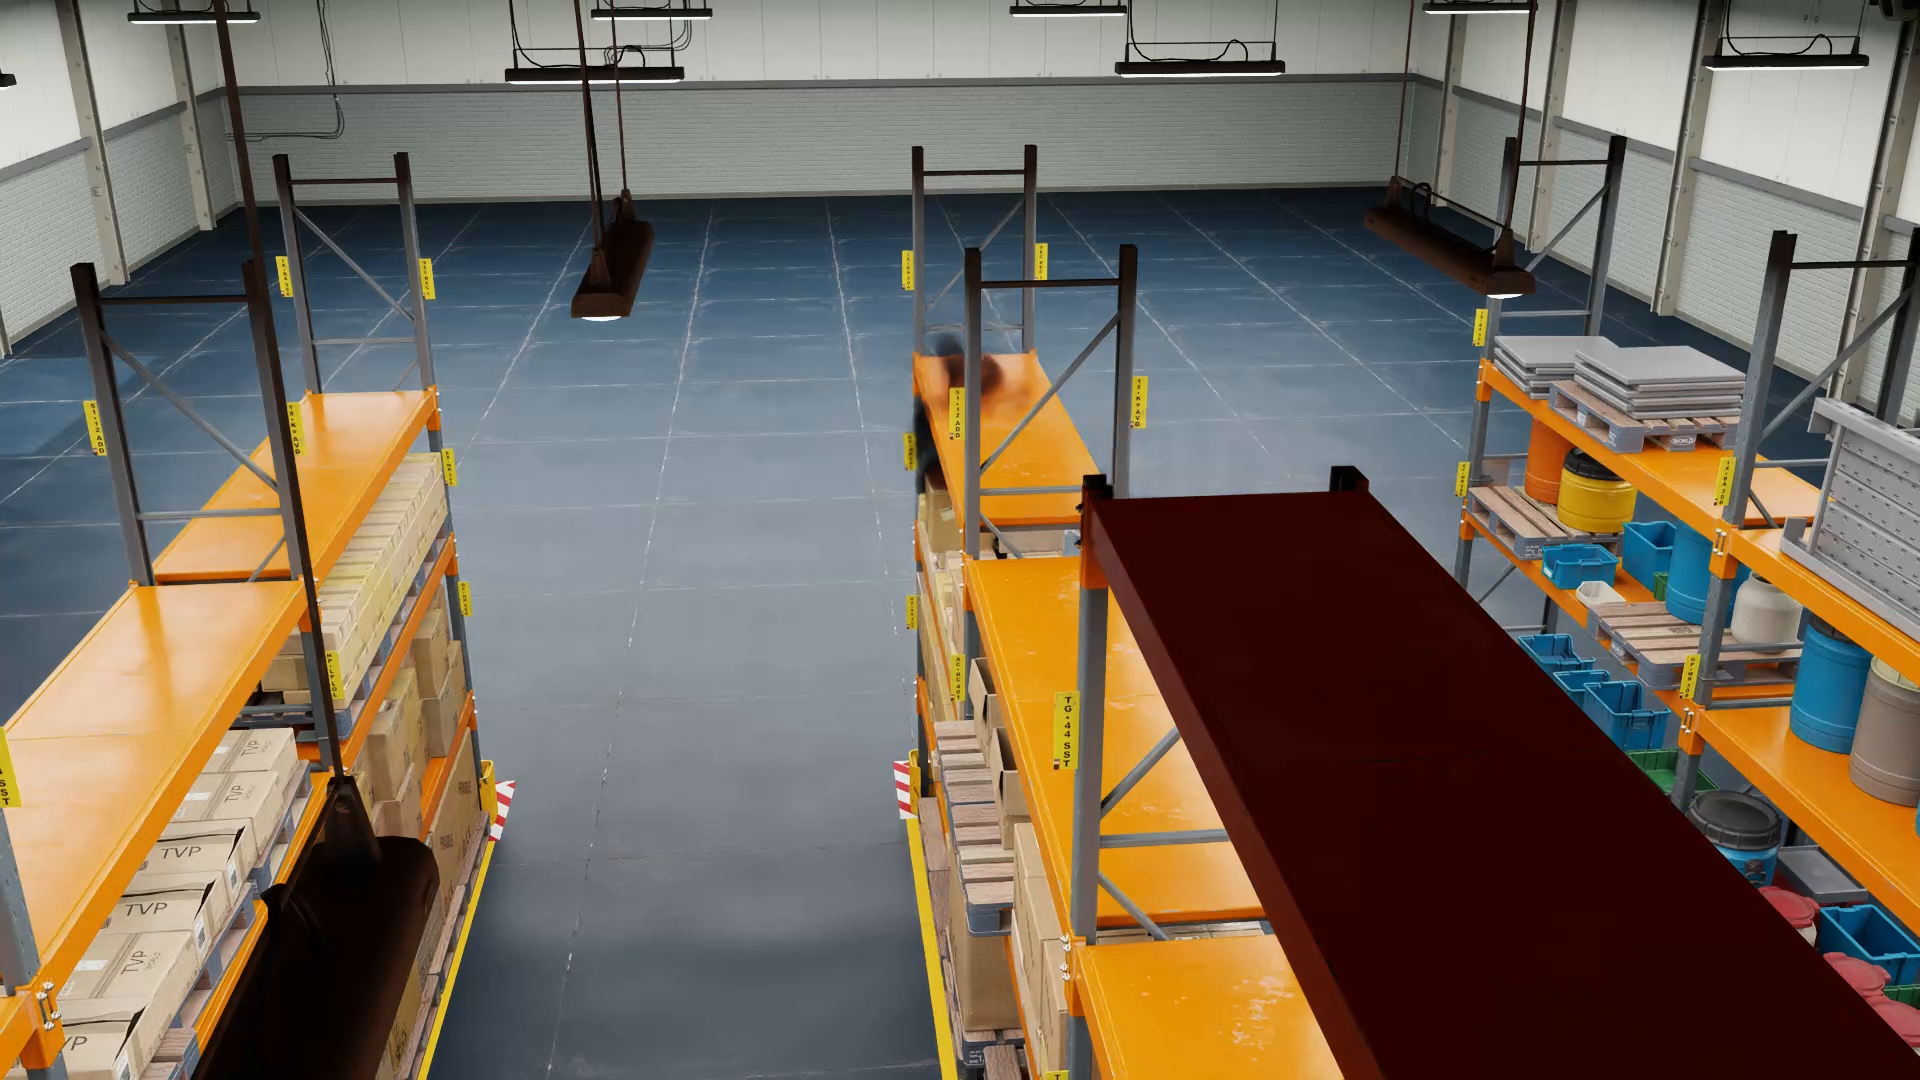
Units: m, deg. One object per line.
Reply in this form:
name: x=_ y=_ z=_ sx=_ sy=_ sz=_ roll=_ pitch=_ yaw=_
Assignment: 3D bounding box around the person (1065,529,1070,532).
person: x=1.175 y=-0.842 z=21.566 sx=0.757 sy=1.636 sz=0.514 roll=4 pitch=22 yaw=10
